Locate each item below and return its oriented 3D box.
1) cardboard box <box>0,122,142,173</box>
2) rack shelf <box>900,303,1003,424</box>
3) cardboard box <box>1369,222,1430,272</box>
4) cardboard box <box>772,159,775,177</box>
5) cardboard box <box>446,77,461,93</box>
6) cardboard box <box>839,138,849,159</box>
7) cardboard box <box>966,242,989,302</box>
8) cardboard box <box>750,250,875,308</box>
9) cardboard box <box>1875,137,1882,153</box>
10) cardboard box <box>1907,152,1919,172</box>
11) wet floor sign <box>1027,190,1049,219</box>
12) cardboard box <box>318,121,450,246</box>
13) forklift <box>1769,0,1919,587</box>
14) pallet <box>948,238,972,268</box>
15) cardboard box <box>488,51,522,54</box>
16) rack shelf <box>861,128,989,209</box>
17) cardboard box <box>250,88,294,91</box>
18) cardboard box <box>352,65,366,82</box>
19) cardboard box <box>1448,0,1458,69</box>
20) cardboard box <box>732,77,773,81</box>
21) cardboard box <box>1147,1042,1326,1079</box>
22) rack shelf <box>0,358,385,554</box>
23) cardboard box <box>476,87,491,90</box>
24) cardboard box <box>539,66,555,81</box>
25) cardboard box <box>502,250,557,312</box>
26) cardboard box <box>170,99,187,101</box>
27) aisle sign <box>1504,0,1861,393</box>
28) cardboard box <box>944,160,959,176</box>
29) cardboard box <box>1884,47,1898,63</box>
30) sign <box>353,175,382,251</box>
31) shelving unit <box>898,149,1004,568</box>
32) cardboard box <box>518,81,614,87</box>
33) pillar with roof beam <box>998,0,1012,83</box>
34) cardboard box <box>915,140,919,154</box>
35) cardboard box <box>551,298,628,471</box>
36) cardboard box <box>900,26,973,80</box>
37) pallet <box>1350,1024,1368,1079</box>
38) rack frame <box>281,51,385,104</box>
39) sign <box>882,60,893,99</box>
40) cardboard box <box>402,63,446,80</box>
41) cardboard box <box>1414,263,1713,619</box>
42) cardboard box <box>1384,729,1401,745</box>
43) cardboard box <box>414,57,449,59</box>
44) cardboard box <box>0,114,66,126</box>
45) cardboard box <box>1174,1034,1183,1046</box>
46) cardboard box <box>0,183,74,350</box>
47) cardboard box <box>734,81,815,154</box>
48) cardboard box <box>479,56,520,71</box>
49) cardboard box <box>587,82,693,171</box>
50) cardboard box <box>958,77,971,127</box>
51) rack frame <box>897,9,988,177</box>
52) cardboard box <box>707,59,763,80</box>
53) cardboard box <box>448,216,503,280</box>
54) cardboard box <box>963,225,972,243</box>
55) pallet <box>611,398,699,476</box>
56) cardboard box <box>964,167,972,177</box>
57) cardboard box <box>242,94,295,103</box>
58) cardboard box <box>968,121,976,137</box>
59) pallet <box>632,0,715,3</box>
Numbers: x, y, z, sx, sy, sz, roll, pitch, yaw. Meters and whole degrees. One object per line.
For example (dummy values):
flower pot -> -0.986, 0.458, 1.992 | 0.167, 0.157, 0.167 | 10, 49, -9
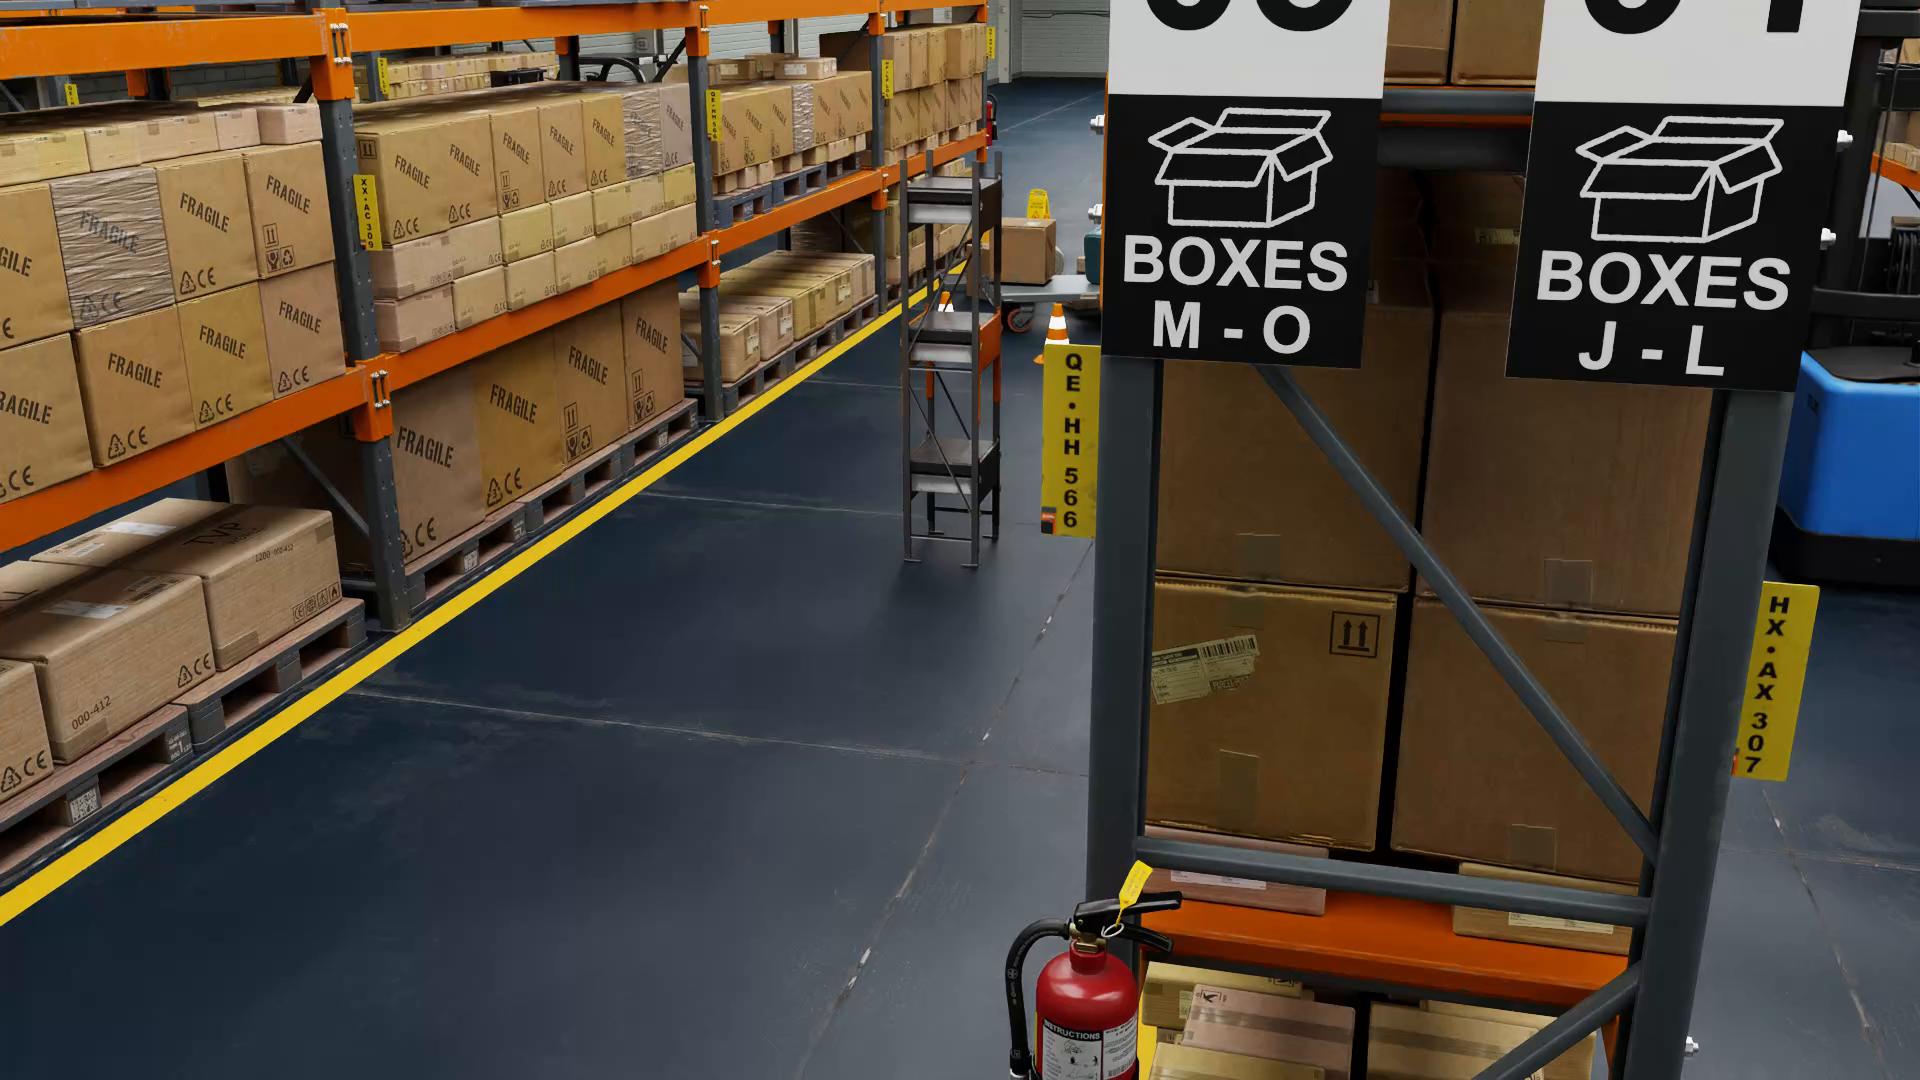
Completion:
cardboard box -> -3.206, -1.418, 5.995 | 0.380, 0.149, 0.250 | 5, 19, 13
rack shelf -> -0.040, -0.929, 8.701 | 0.431, 0.518, 0.480 | 5, 19, 13
cardboard box -> 0.713, -0.396, 3.546 | 0.500, 0.500, 0.500 | 4, 19, 12
cardboard box -> -1.608, -2.781, 12.429 | 0.380, 0.149, 0.250 | 6, 20, 17
cardboard box -> -5.359, -4.677, 17.081 | 0.380, 0.149, 0.250 | 4, 19, 13
cardboard box -> -1.142, -3.266, 13.846 | 0.380, 0.149, 0.250 | 4, 19, 12
cardboard box -> 0.407, -2.580, 15.965 | 0.500, 0.500, 0.500 | -13, 23, -34
cardboard box -> -1.300, -2.324, 14.768 | 0.950, 0.372, 0.625 | 5, 19, 14
cardboard box -> 9.112, -3.815, 16.106 | 0.380, 0.149, 0.250 | 5, 19, 13
cardboard box -> 8.651, -3.353, 14.752 | 0.380, 0.149, 0.250 | 5, 19, 13
wet floor sign -> 0.887, -3.648, 18.871 | 0.267, 0.644, 0.232 | 12, 22, 32
cardboard box -> -2.743, -1.662, 7.711 | 0.500, 0.500, 0.500 | 5, 19, 14
forklift -> 5.076, -1.565, 9.235 | 1.130, 2.935, 3.031 | 4, 19, 13
pallet -> -0.448, -3.192, 18.207 | 1.003, 0.211, 1.213 | 5, 19, 13
cardboard box -> -5.300, -5.585, 19.279 | 0.380, 0.149, 0.250 | 4, 19, 12
rack shelf -> -0.686, -3.820, 16.844 | 1.077, 0.370, 4.000 | 5, 19, 13
cardboard box -> -6.399, -4.106, 15.409 | 0.380, 0.149, 0.250 | 4, 19, 12
cardboard box -> -6.102, -4.619, 16.451 | 0.380, 0.149, 0.250 | 4, 19, 12
cardboard box -> 1.209, -1.047, 3.204 | 0.500, 0.250, 0.500 | 5, 20, 15
cardboard box -> -1.823, -3.485, 13.486 | 0.500, 0.500, 0.500 | 5, 19, 13
cardboard box -> 0.602, 1.270, 3.670 | 0.380, 0.149, 0.250 | 5, 19, 14
rack shelf -> -3.617, -0.059, 5.832 | 1.077, 0.370, 4.000 | 5, 19, 13
cardboard box -> -5.249, -4.570, 17.771 | 0.500, 0.500, 0.500 | 5, 19, 14
cardboard box -> -4.858, -5.319, 18.962 | 0.380, 0.149, 0.250 | 5, 19, 14
cardboard box -> -2.500, -1.394, 8.860 | 0.500, 0.250, 0.500 | 4, 19, 13
cardboard box -> -6.726, -3.626, 14.004 | 0.380, 0.149, 0.250 | 5, 20, 15
aisle sign -> 0.992, -0.597, 2.272 | 0.394, 0.787, 0.004 | 5, 19, 13
cardboard box -> -0.229, -3.876, 17.336 | 0.380, 0.149, 0.250 | 5, 19, 14
cardboard box -> 9.014, -4.515, 15.604 | 0.500, 0.500, 0.500 | 5, 19, 13
sign -> -2.590, -1.430, 7.272 | 0.100, 0.325, 0.005 | 5, 19, 13
shelving unit -> -0.040, -0.942, 8.696 | 0.431, 2.100, 0.503 | 5, 19, 13
cardboard box -> -2.509, -2.665, 10.648 | 0.500, 0.500, 0.500 | 4, 19, 12
pillar with roof beam -> 5.449, -16.933, 44.841 | 9.100, 9.000, 0.400 | 5, 19, 13
cardboard box -> -0.610, -3.818, 16.113 | 0.380, 0.149, 0.250 | 5, 19, 13
cardboard box -> -2.623, -0.984, 10.065 | 0.875, 0.875, 0.875 | 5, 19, 14
cardboard box -> -0.266, -4.945, 16.863 | 0.700, 0.500, 0.500 | 4, 19, 13
pallet -> 0.970, 1.631, 4.087 | 1.003, 0.211, 1.213 | 5, 19, 13
rack frame -> -5.988, -3.925, 16.037 | 1.000, 3.000, 0.127 | 5, 19, 13
sign -> -0.635, -4.039, 14.580 | 0.100, 0.325, 0.005 | 5, 19, 13
cardboard box -> -5.430, -4.738, 16.801 | 0.380, 0.149, 0.250 | 5, 20, 15
cardboard box -> 1.086, -0.194, 2.954 | 0.500, 0.500, 0.500 | 5, 19, 13
cardboard box -> 1.186, 0.375, 3.838 | 0.380, 0.149, 0.250 | 6, 20, 16
cardboard box -> -5.706, -5.102, 17.867 | 0.380, 0.149, 0.250 | 5, 19, 14
cardboard box -> -3.646, -1.537, 6.342 | 0.380, 0.149, 0.250 | 5, 19, 13
cardboard box -> 0.687, 1.331, 3.952 | 0.380, 0.149, 0.250 | 4, 19, 12
cardboard box -> -3.354, -0.902, 5.486 | 0.500, 0.500, 0.500 | 5, 19, 14
cardboard box -> -1.444, -3.277, 12.875 | 0.500, 0.500, 0.500 | 4, 19, 11
cardboard box -> -5.051, -5.218, 18.205 | 0.380, 0.149, 0.250 | 5, 20, 15
cardboard box -> -2.024, -2.618, 10.509 | 0.500, 0.500, 0.500 | 4, 19, 12
cardboard box -> -0.189, -4.627, 17.479 | 0.500, 0.500, 0.500 | 5, 19, 14
rack frame -> -0.197, -4.787, 18.563 | 1.000, 3.000, 0.127 | 5, 19, 13
cardboard box -> -1.798, -3.759, 13.285 | 0.380, 0.149, 0.250 | 6, 20, 16
cardboard box -> -2.648, -1.473, 8.318 | 0.500, 0.250, 0.500 | 5, 19, 14
cardboard box -> -0.139, -3.403, 18.114 | 0.500, 0.250, 0.500 | 5, 19, 13
pallet -> -2.417, -0.719, 10.967 | 1.003, 0.211, 1.213 | 5, 19, 13
cardboard box -> -0.140, -3.768, 18.023 | 0.500, 0.500, 0.500 | 5, 19, 14
cardboard box -> -6.073, -3.829, 14.600 | 0.380, 0.149, 0.250 | 4, 19, 12
cardboard box -> -0.035, -4.446, 17.953 | 0.380, 0.149, 0.250 | 4, 19, 13
pallet -> -2.257, -3.404, 10.165 | 1.213, 0.211, 1.003 | 6, 20, 16
